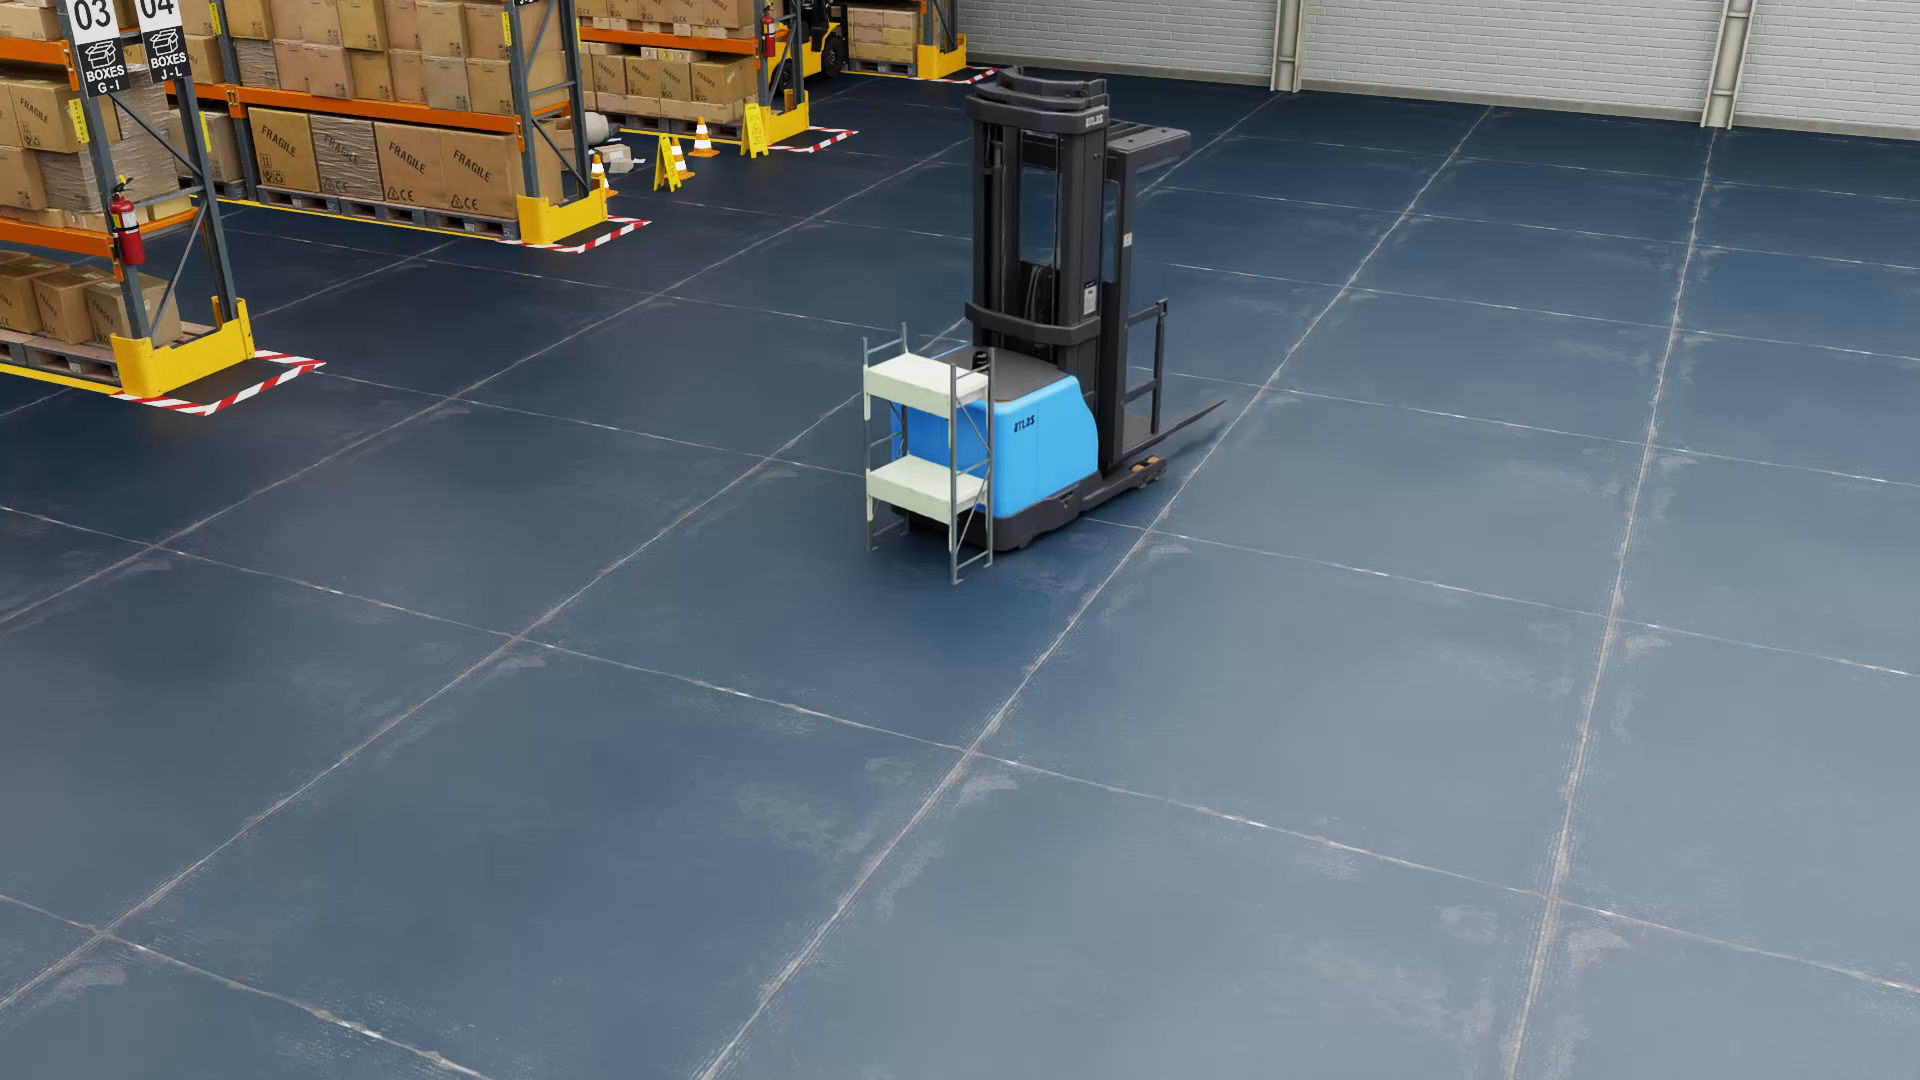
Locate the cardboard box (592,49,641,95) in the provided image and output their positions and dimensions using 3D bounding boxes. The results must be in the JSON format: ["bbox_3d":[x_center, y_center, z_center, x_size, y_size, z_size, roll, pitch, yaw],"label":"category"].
[{"bbox_3d":[-4.609,-6.349,22.538,0.500,0.500,0.500,13,29,24],"label":"cardboard box"}]

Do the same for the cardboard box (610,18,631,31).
[{"bbox_3d":[-4.442,-6.891,22.135,0.250,0.149,0.380,11,28,22],"label":"cardboard box"}]

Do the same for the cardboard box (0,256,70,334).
[{"bbox_3d":[-8.140,-2.152,14.580,0.500,0.500,0.500,14,30,27],"label":"cardboard box"}]

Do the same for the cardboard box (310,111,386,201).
[{"bbox_3d":[-6.589,-4.383,18.686,0.875,0.875,0.875,12,28,22],"label":"cardboard box"}]

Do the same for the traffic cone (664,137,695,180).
[{"bbox_3d":[-3.432,-4.645,20.160,0.334,0.463,0.336,11,28,22],"label":"traffic cone"}]

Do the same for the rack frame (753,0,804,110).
[{"bbox_3d":[-2.356,-6.732,21.527,0.127,3.000,1.000,11,28,22],"label":"rack frame"}]

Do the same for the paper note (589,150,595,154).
[{"bbox_3d":[-4.752,-4.982,21.348,0.142,0.019,0.148,23,35,39],"label":"paper note"}]

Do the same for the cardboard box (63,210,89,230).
[{"bbox_3d":[-7.031,-2.649,13.519,0.250,0.149,0.380,11,28,22],"label":"cardboard box"}]

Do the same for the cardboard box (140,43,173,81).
[{"bbox_3d":[-9.000,-5.579,19.073,0.500,0.500,0.500,11,28,21],"label":"cardboard box"}]

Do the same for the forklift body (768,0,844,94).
[{"bbox_3d":[-2.786,-7.960,24.983,1.214,2.155,2.313,11,28,22],"label":"forklift body"}]

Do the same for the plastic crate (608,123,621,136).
[{"bbox_3d":[-4.908,-5.536,22.404,0.583,0.080,0.402,2,26,4],"label":"plastic crate"}]

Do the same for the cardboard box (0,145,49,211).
[{"bbox_3d":[-7.452,-3.080,13.660,0.500,0.500,0.875,11,28,22],"label":"cardboard box"}]

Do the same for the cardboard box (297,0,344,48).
[{"bbox_3d":[-6.649,-5.717,18.073,0.550,0.550,0.875,11,28,22],"label":"cardboard box"}]

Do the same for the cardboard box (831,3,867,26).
[{"bbox_3d":[-1.784,-8.269,26.156,0.500,0.250,0.500,12,29,22],"label":"cardboard box"}]

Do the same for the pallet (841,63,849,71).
[{"bbox_3d":[-2.125,-7.824,26.902,1.213,0.211,1.003,11,28,22],"label":"pallet"}]

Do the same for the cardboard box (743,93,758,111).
[{"bbox_3d":[-2.976,-5.945,22.567,0.500,0.250,0.500,11,28,21],"label":"cardboard box"}]

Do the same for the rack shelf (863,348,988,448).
[{"bbox_3d":[-0.203,-0.903,10.503,0.720,0.370,0.431,20,33,35],"label":"rack shelf"}]

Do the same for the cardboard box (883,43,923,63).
[{"bbox_3d":[-0.863,-7.642,26.013,0.500,0.250,0.500,12,28,22],"label":"cardboard box"}]

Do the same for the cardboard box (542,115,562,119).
[{"bbox_3d":[-5.585,-5.600,22.054,0.500,0.500,0.500,-12,29,-23],"label":"cardboard box"}]

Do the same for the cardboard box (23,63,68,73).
[{"bbox_3d":[-7.298,-3.678,13.743,0.500,0.500,0.500,11,28,22],"label":"cardboard box"}]

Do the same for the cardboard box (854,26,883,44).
[{"bbox_3d":[-1.329,-7.966,26.106,0.500,0.250,0.500,11,28,21],"label":"cardboard box"}]

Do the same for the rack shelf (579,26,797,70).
[{"bbox_3d":[-4.177,-6.774,22.428,4.000,0.370,1.077,11,28,22],"label":"rack shelf"}]

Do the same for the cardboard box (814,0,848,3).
[{"bbox_3d":[-2.035,-8.578,26.782,0.500,0.250,0.500,11,28,21],"label":"cardboard box"}]

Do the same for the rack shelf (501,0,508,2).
[{"bbox_3d":[-6.134,-6.111,17.685,4.000,0.370,1.077,11,28,22],"label":"rack shelf"}]

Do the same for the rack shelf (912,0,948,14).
[{"bbox_3d":[-2.125,-8.771,26.483,4.000,0.370,1.077,11,28,22],"label":"rack shelf"}]

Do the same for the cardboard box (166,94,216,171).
[{"bbox_3d":[-9.433,-4.888,19.854,0.750,0.750,1.050,11,28,22],"label":"cardboard box"}]

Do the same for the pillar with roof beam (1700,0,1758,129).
[{"bbox_3d":[8.576,-7.984,17.279,0.400,9.000,9.100,11,28,22],"label":"pillar with roof beam"}]

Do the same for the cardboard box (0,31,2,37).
[{"bbox_3d":[-7.458,-4.101,12.958,0.500,0.250,0.500,12,28,22],"label":"cardboard box"}]

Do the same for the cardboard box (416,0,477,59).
[{"bbox_3d":[-5.174,-5.421,17.473,0.550,0.550,0.875,11,28,22],"label":"cardboard box"}]

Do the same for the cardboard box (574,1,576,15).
[{"bbox_3d":[-5.246,-7.366,22.366,0.500,0.500,0.500,11,28,22],"label":"cardboard box"}]

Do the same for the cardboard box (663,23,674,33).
[{"bbox_3d":[-3.708,-6.797,21.943,0.250,0.149,0.380,12,29,23],"label":"cardboard box"}]

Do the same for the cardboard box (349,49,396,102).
[{"bbox_3d":[-6.137,-5.165,18.174,0.500,0.550,0.875,11,28,22],"label":"cardboard box"}]

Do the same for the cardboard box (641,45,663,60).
[{"bbox_3d":[-4.022,-6.492,22.093,0.250,0.149,0.380,13,29,24],"label":"cardboard box"}]

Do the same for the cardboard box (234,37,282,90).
[{"bbox_3d":[-7.614,-5.459,18.772,0.550,0.550,0.875,11,28,22],"label":"cardboard box"}]

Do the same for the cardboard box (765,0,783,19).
[{"bbox_3d":[-2.673,-7.108,21.841,0.500,0.500,0.500,11,28,21],"label":"cardboard box"}]

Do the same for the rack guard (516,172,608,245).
[{"bbox_3d":[-4.291,-3.597,17.990,0.348,0.500,1.175,11,28,22],"label":"rack guard"}]

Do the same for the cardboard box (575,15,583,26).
[{"bbox_3d":[-5.127,-7.043,22.443,0.250,0.149,0.380,12,29,23],"label":"cardboard box"}]

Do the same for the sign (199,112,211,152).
[{"bbox_3d":[-6.234,-3.353,13.685,0.005,0.325,0.100,11,28,22],"label":"sign"}]

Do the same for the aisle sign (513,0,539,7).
[{"bbox_3d":[-4.373,-5.755,16.601,0.004,0.787,0.394,11,28,22],"label":"aisle sign"}]

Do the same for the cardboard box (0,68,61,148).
[{"bbox_3d":[-7.519,-3.464,13.308,0.500,0.500,0.500,11,28,22],"label":"cardboard box"}]

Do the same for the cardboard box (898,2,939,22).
[{"bbox_3d":[-0.664,-8.295,26.209,0.500,0.250,0.500,11,28,21],"label":"cardboard box"}]

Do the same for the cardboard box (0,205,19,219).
[{"bbox_3d":[-7.711,-2.788,13.802,0.250,0.149,0.380,11,28,22],"label":"cardboard box"}]

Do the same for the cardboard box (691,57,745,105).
[{"bbox_3d":[-3.193,-6.064,21.960,0.500,0.500,0.500,12,28,22],"label":"cardboard box"}]

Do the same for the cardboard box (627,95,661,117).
[{"bbox_3d":[-4.150,-5.917,22.510,0.500,0.250,0.500,10,28,20],"label":"cardboard box"}]

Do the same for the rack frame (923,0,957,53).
[{"bbox_3d":[-0.305,-8.728,25.582,0.127,3.000,1.000,11,28,22],"label":"rack frame"}]

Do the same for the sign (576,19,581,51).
[{"bbox_3d":[-4.078,-5.369,17.689,0.005,0.325,0.100,11,28,22],"label":"sign"}]

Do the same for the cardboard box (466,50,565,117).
[{"bbox_3d":[-4.670,-4.840,17.514,0.550,0.550,0.875,11,28,22],"label":"cardboard box"}]

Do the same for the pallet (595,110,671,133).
[{"bbox_3d":[-4.257,-5.881,22.956,1.213,0.211,1.003,11,28,22],"label":"pallet"}]

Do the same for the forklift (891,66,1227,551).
[{"bbox_3d":[0.858,-1.817,11.622,1.130,2.935,3.031,21,33,36],"label":"forklift"}]

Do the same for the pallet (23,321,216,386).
[{"bbox_3d":[-7.252,-1.672,14.408,1.213,0.211,1.003,11,28,22],"label":"pallet"}]

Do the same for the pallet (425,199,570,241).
[{"bbox_3d":[-5.073,-3.586,18.295,1.213,0.211,1.003,11,28,22],"label":"pallet"}]

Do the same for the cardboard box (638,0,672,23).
[{"bbox_3d":[-3.872,-7.085,21.794,0.500,0.500,0.500,11,28,22],"label":"cardboard box"}]

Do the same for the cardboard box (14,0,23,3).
[{"bbox_3d":[-7.029,-4.224,12.756,0.250,0.149,0.380,10,28,20],"label":"cardboard box"}]

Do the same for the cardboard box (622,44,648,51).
[{"bbox_3d":[-4.419,-6.569,22.984,0.500,0.500,0.500,13,29,24],"label":"cardboard box"}]

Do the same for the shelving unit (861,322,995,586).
[{"bbox_3d":[-0.203,-0.553,10.676,0.755,1.500,0.431,20,33,35],"label":"shelving unit"}]

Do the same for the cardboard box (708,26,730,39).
[{"bbox_3d":[-3.062,-6.603,21.550,0.250,0.149,0.380,11,28,21],"label":"cardboard box"}]
